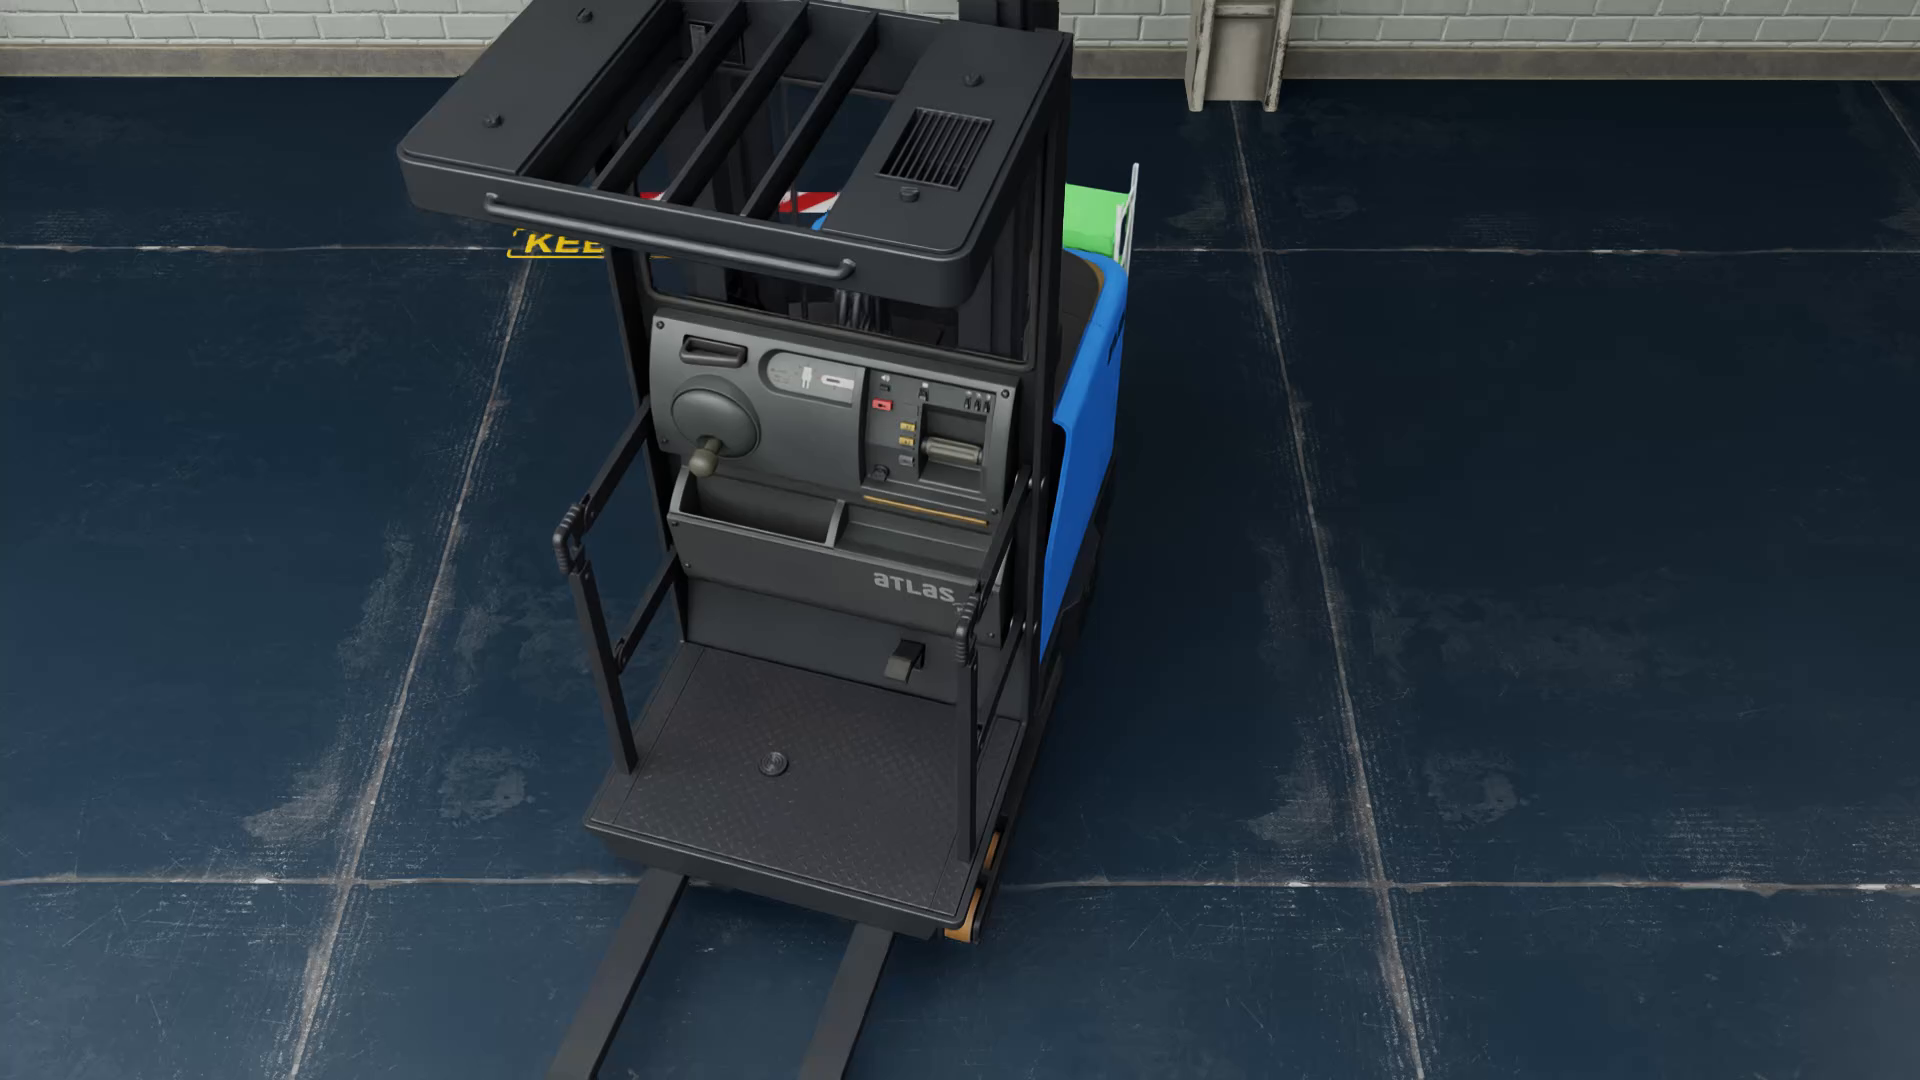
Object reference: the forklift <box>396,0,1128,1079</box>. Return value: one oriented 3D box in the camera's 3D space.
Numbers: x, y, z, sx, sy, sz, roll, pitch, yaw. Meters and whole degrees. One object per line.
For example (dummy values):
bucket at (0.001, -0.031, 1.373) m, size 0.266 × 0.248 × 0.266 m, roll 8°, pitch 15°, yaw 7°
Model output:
forklift at (-0.381, -0.200, 3.933) m, size 1.130 × 2.935 × 3.031 m, roll 12°, pitch 48°, yaw 11°

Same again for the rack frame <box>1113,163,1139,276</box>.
rack frame at (0.518, -0.685, 5.567) m, size 0.015 × 1.200 × 0.240 m, roll 12°, pitch 48°, yaw 11°

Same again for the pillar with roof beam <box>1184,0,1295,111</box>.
pillar with roof beam at (1.229, -1.979, 1.444) m, size 0.400 × 9.000 × 9.100 m, roll 0°, pitch 47°, yaw 0°

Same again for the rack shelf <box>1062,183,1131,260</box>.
rack shelf at (0.285, -1.022, 5.312) m, size 0.480 × 0.148 × 0.258 m, roll 12°, pitch 48°, yaw 11°

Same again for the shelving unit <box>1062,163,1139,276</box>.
shelving unit at (0.284, -0.737, 5.615) m, size 0.503 × 1.200 × 0.258 m, roll 12°, pitch 48°, yaw 11°

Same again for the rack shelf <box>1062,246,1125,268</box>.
rack shelf at (0.285, -0.857, 5.486) m, size 0.480 × 0.148 × 0.258 m, roll 12°, pitch 48°, yaw 11°
